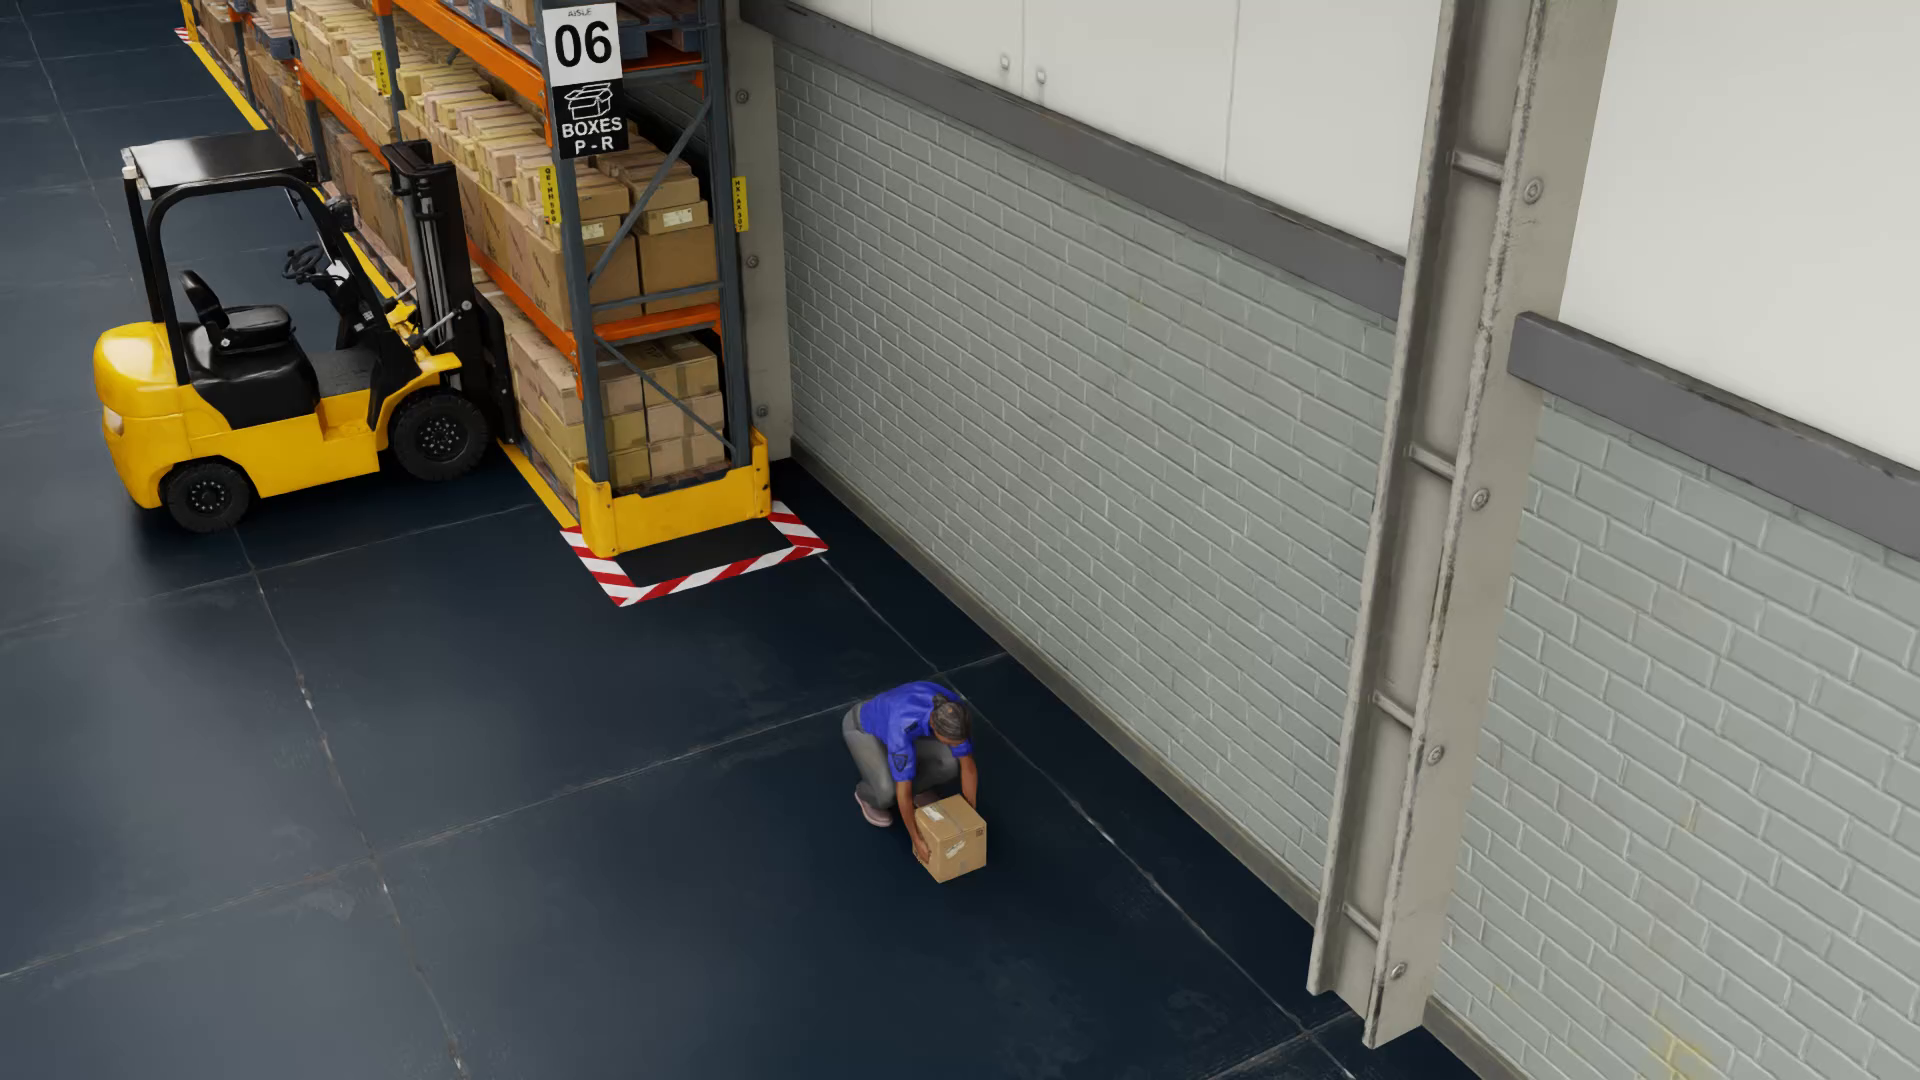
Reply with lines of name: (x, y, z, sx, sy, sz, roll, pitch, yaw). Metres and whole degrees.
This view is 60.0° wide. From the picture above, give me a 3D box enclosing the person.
person: (-0.223, 0.986, 7.695, 0.476, 0.809, 0.815, -16, 33, -26)
